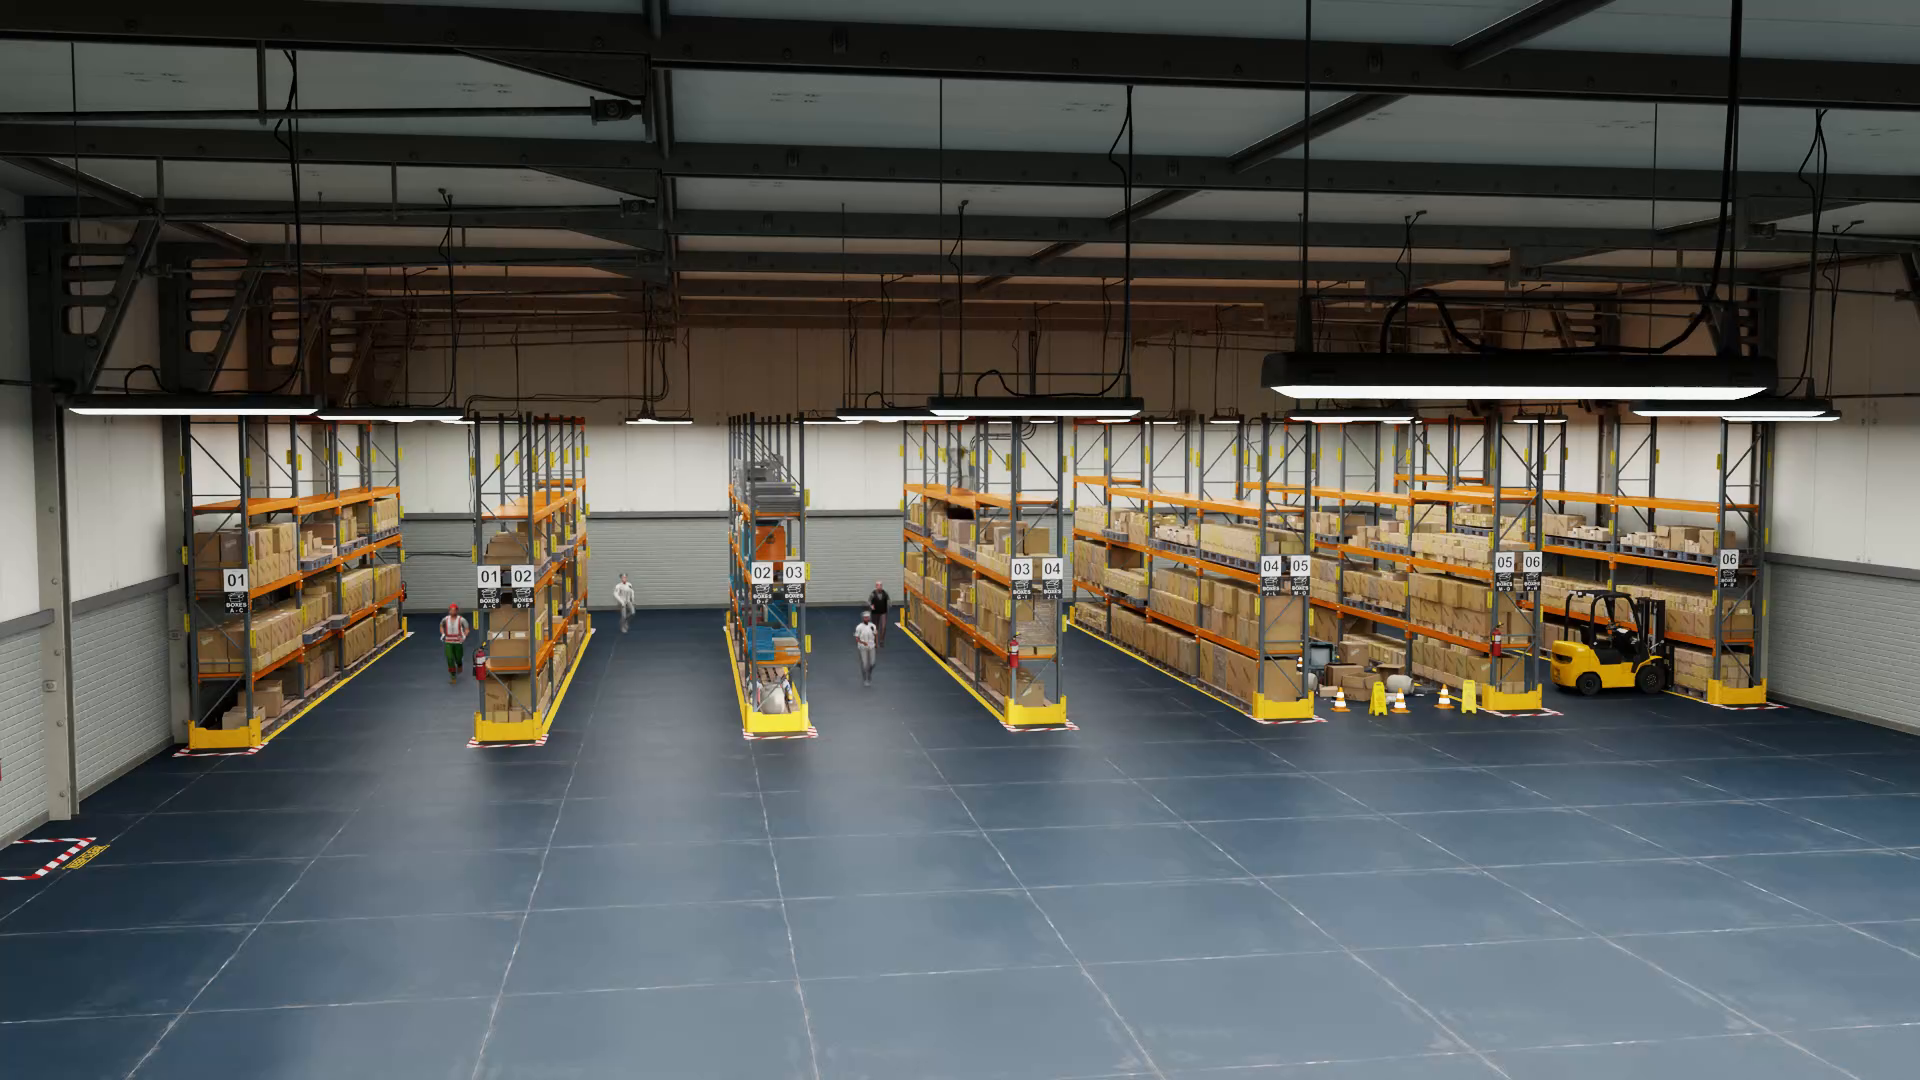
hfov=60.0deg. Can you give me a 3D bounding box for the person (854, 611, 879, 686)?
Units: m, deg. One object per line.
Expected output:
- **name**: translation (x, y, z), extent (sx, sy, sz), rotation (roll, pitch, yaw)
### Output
- **person**: translation (-2.046, 2.400, 36.804), extent (0.569, 1.656, 0.554), rotation (-1, 4, -17)

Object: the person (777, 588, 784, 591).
- **person**: translation (-5.024, 1.668, 47.882), extent (0.495, 1.655, 0.668), rotation (1, 4, 16)

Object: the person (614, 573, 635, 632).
- **person**: translation (-9.317, 1.745, 46.383), extent (0.639, 1.662, 0.528), rotation (-3, 5, -39)

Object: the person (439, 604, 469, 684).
- **person**: translation (-11.365, 2.313, 37.343), extent (0.656, 1.774, 0.845), rotation (-1, 4, -9)

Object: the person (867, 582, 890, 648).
- **person**: translation (-2.123, 1.922, 43.441), extent (0.650, 1.702, 0.876), rotation (-1, 4, -14)
